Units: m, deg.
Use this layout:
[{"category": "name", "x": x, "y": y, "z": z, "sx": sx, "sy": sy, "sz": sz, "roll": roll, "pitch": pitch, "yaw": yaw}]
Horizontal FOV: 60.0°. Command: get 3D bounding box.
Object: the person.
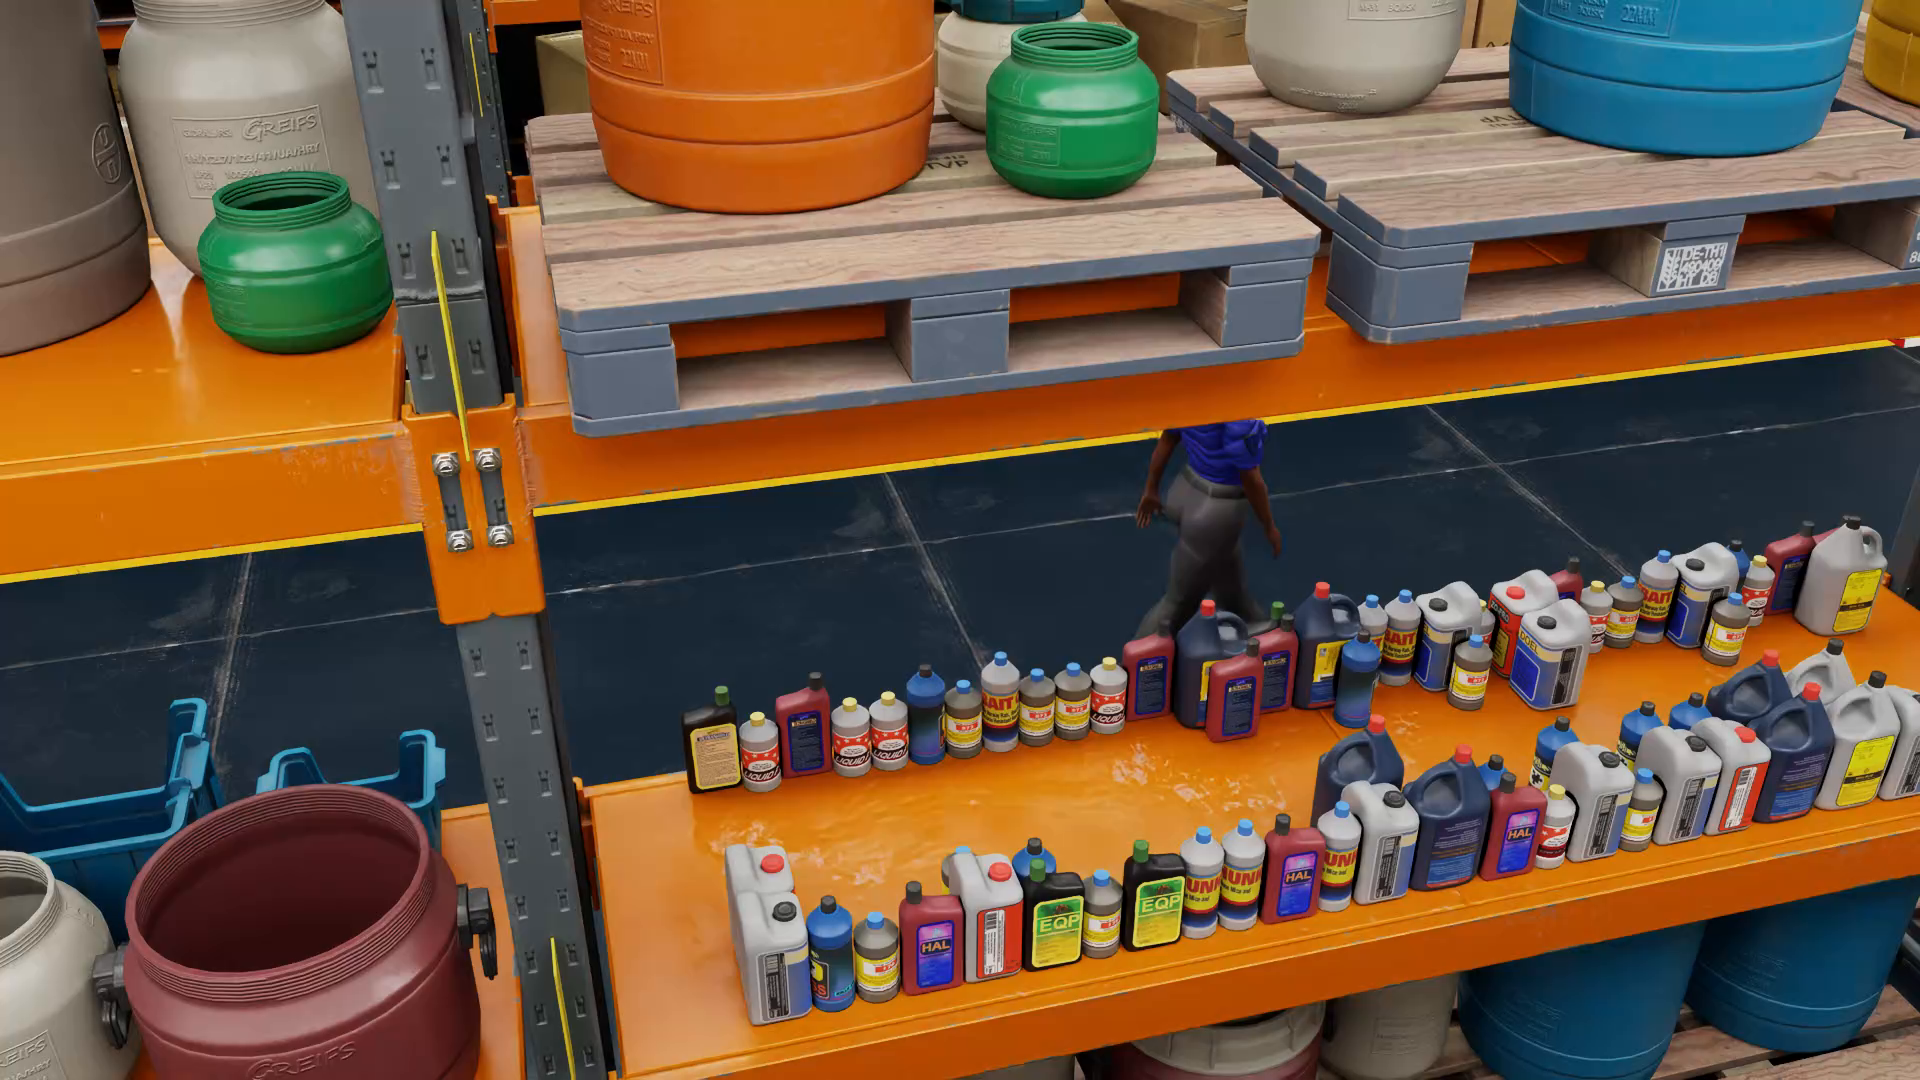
[{"category": "person", "x": 1.024, "y": -0.134, "z": 6.353, "sx": 0.937, "sy": 1.594, "sz": 0.497, "roll": -12, "pitch": 32, "yaw": -19}]
